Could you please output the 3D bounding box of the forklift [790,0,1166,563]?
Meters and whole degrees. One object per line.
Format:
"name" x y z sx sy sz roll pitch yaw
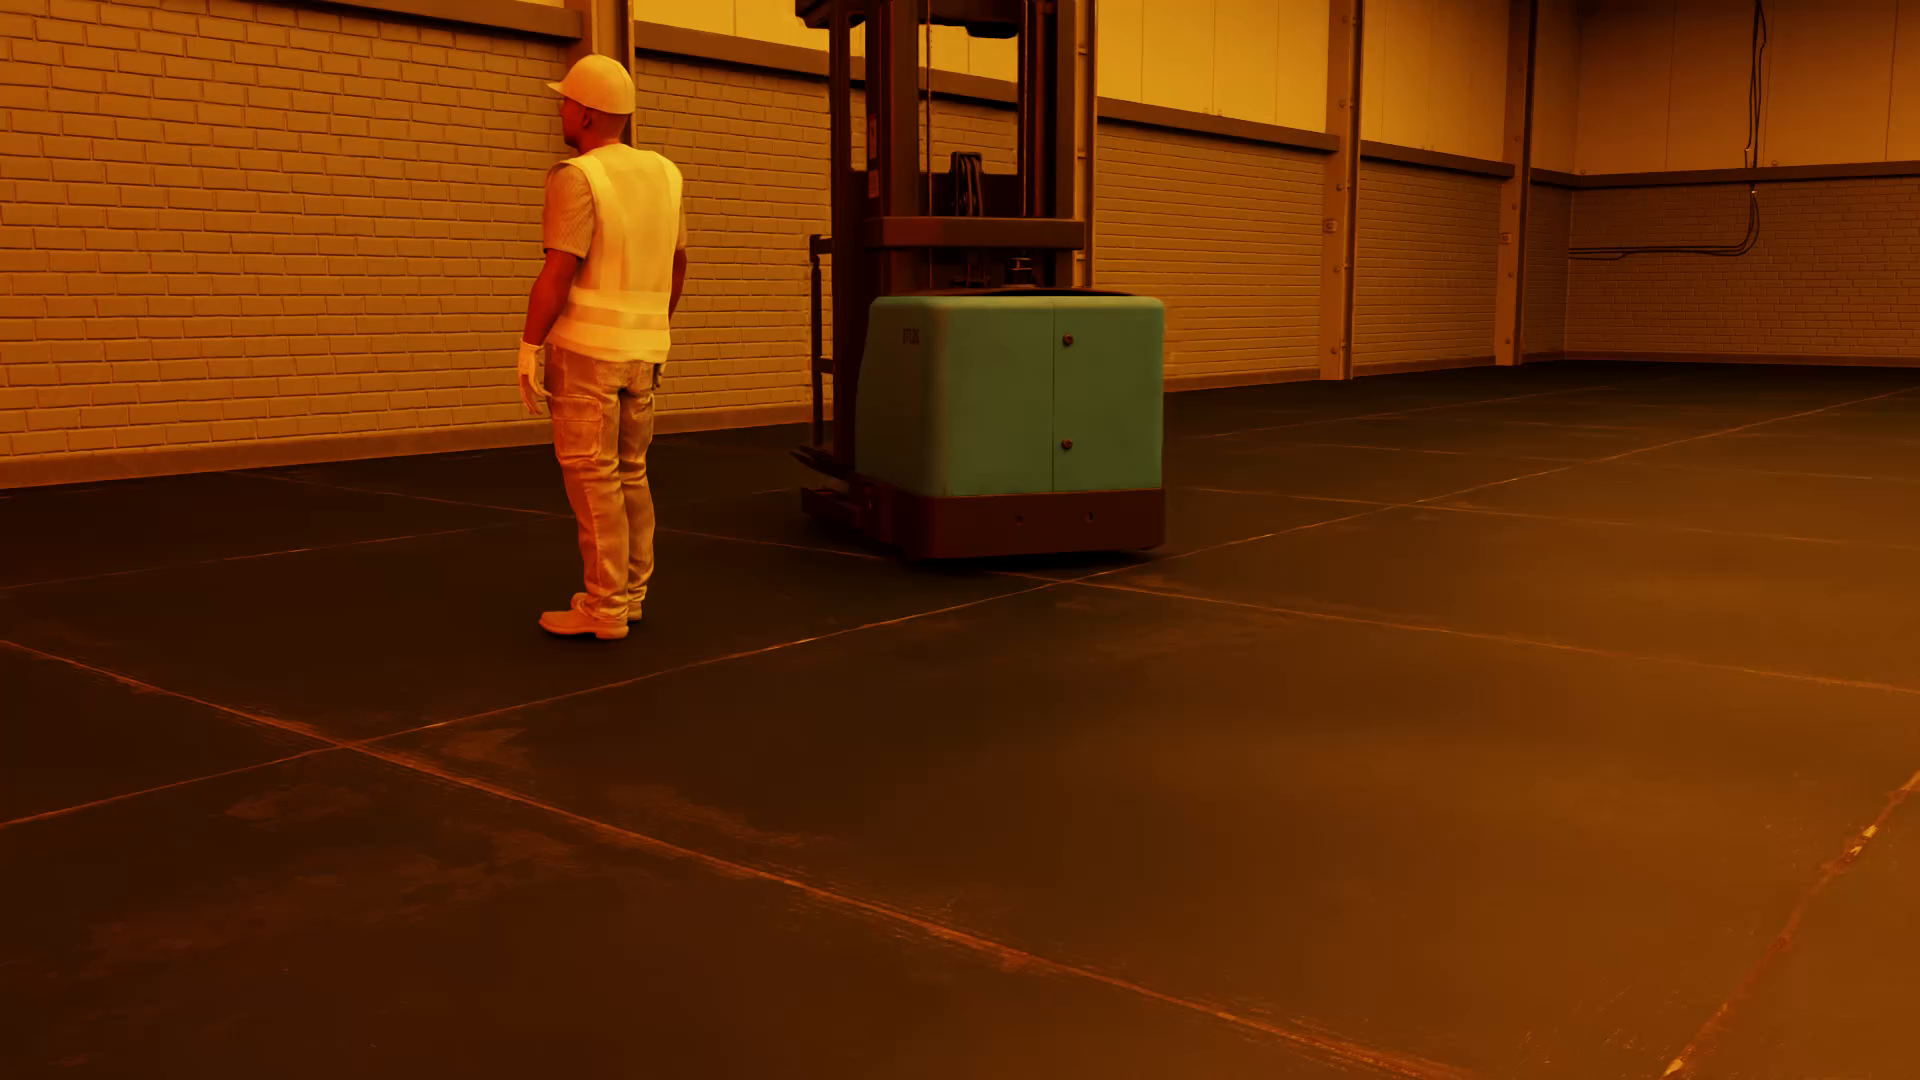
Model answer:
"forklift" -0.128 -1.534 7.767 1.130 2.935 3.031 -3 9 -19

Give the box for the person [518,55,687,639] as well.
"person" -1.178 -0.586 5.211 0.578 1.784 0.663 4 9 27
